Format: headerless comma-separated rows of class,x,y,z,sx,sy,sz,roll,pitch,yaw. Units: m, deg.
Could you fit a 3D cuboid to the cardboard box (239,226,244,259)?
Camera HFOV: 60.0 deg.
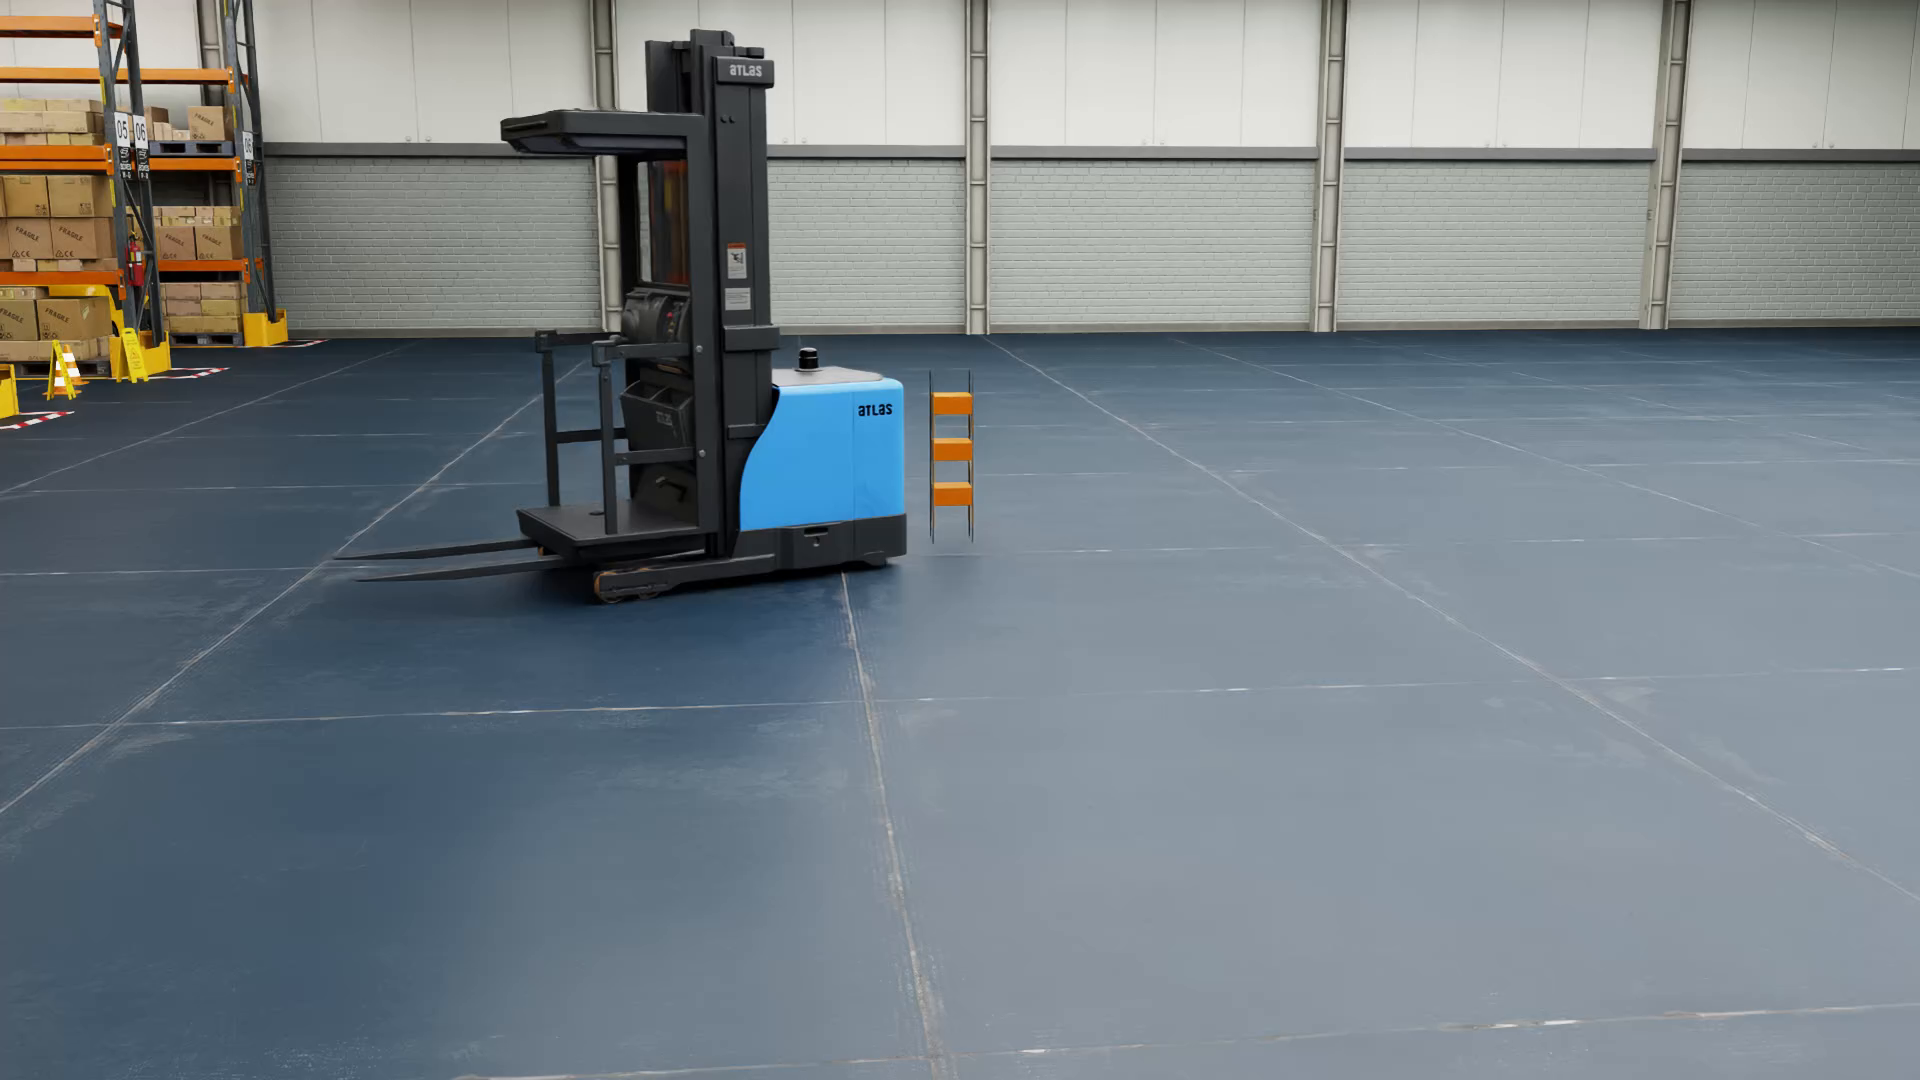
cardboard box,-11.374,-4.633,25.897,0.500,0.500,0.500,-1,11,-4

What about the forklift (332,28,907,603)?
forklift,-1.838,-1.224,8.996,3.031,2.935,1.130,-6,13,-30

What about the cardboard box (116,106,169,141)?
cardboard box,-12.294,-6.258,25.044,0.500,0.500,0.700,-1,11,-6

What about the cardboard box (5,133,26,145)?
cardboard box,-11.407,-4.873,20.256,0.250,0.149,0.380,-1,11,-6

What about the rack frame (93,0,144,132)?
rack frame,-10.312,-6.532,20.268,0.127,3.000,1.000,-1,11,-6

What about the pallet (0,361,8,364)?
pallet,-12.409,-2.184,20.930,1.213,0.211,1.003,-1,11,-6

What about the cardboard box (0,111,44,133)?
cardboard box,-11.293,-5.063,20.187,0.500,0.250,0.500,-1,11,-7

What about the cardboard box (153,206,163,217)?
cardboard box,-12.187,-4.967,25.144,0.250,0.149,0.380,-1,11,-5

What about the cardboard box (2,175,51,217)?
cardboard box,-11.300,-4.213,20.399,0.500,0.500,0.700,-1,11,-6

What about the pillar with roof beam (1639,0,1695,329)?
pillar with roof beam,12.683,-7.317,24.259,0.400,9.000,9.100,-1,11,-6

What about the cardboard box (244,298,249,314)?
cardboard box,-11.341,-3.673,26.018,0.500,0.250,0.500,-1,11,-5

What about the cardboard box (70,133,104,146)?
cardboard box,-10.636,-4.876,20.271,0.250,0.149,0.380,-1,11,-6

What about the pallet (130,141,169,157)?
pallet,-12.773,-5.933,25.225,1.213,0.211,1.003,-1,11,-6

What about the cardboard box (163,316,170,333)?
cardboard box,-12.278,-3.310,25.467,0.500,0.250,0.500,-1,11,-5

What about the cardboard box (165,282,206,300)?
cardboard box,-11.783,-3.807,25.404,0.500,0.250,0.500,-1,11,-5

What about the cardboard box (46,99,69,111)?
cardboard box,-10.877,-5.267,20.191,0.250,0.149,0.380,-1,11,-5

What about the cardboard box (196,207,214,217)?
cardboard box,-11.427,-4.995,25.287,0.250,0.149,0.380,-1,11,-6

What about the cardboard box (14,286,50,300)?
cardboard box,-11.438,-3.045,20.493,0.250,0.149,0.380,-1,11,-4

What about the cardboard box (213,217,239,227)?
cardboard box,-11.166,-4.847,25.306,0.250,0.149,0.380,-1,11,-5

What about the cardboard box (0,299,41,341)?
cardboard box,-11.599,-2.735,20.601,0.500,0.500,0.500,-1,11,-4

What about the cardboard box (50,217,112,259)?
cardboard box,-10.822,-3.720,20.482,0.500,0.500,0.500,-1,11,-7

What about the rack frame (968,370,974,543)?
rack frame,0.068,-0.517,10.274,0.008,1.050,0.200,-1,11,-6

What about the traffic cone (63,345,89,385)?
traffic cone,-10.600,-2.088,19.788,0.334,0.463,0.336,-1,11,-6

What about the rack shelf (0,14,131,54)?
rack shelf,-12.300,-6.136,20.126,4.000,0.370,1.077,-1,11,-6

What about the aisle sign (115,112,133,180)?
aisle sign,-10.219,-4.810,20.320,0.004,0.787,0.394,-1,11,-6

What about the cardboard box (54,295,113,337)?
cardboard box,-11.167,-2.849,21.180,0.500,0.500,0.500,-2,11,-8

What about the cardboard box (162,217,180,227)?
cardboard box,-11.929,-4.839,25.267,0.250,0.149,0.380,-1,11,-6

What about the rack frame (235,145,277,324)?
rack frame,-10.852,-4.541,25.688,0.127,3.000,1.000,-1,11,-6

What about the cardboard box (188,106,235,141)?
cardboard box,-11.265,-6.261,25.055,0.500,0.500,0.500,-1,11,-4

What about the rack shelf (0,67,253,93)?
rack shelf,-12.840,-6.893,25.006,4.000,0.370,1.077,-1,11,-6

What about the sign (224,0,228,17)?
sign,-10.807,-7.877,24.481,0.005,0.325,0.100,-1,11,-6

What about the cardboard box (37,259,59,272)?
cardboard box,-11.158,-3.389,20.481,0.250,0.149,0.380,-1,11,-7

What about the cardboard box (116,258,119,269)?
cardboard box,-10.672,-3.498,21.037,0.250,0.149,0.380,-1,11,-6

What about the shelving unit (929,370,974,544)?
shelving unit,-0.053,-0.514,10.261,0.252,1.050,0.215,-1,11,-6

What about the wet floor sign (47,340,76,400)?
wet floor sign,-9.862,-1.867,18.190,0.232,0.644,0.267,-3,12,-16

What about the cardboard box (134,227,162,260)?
cardboard box,-12.339,-4.509,25.270,0.500,0.500,0.500,-1,11,-7

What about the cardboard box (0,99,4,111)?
cardboard box,-11.630,-5.259,20.151,0.250,0.149,0.380,-1,11,-6

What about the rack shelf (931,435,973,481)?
rack shelf,-0.053,-0.504,10.263,0.240,0.259,0.215,-1,11,-6

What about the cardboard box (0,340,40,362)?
cardboard box,-11.602,-2.368,20.676,0.500,0.250,0.500,-1,11,-6

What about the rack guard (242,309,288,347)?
rack guard,-10.828,-3.315,25.932,0.348,0.500,1.175,-1,11,-6

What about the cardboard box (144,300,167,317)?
cardboard box,-12.313,-3.550,25.391,0.500,0.250,0.500,-1,11,-7
